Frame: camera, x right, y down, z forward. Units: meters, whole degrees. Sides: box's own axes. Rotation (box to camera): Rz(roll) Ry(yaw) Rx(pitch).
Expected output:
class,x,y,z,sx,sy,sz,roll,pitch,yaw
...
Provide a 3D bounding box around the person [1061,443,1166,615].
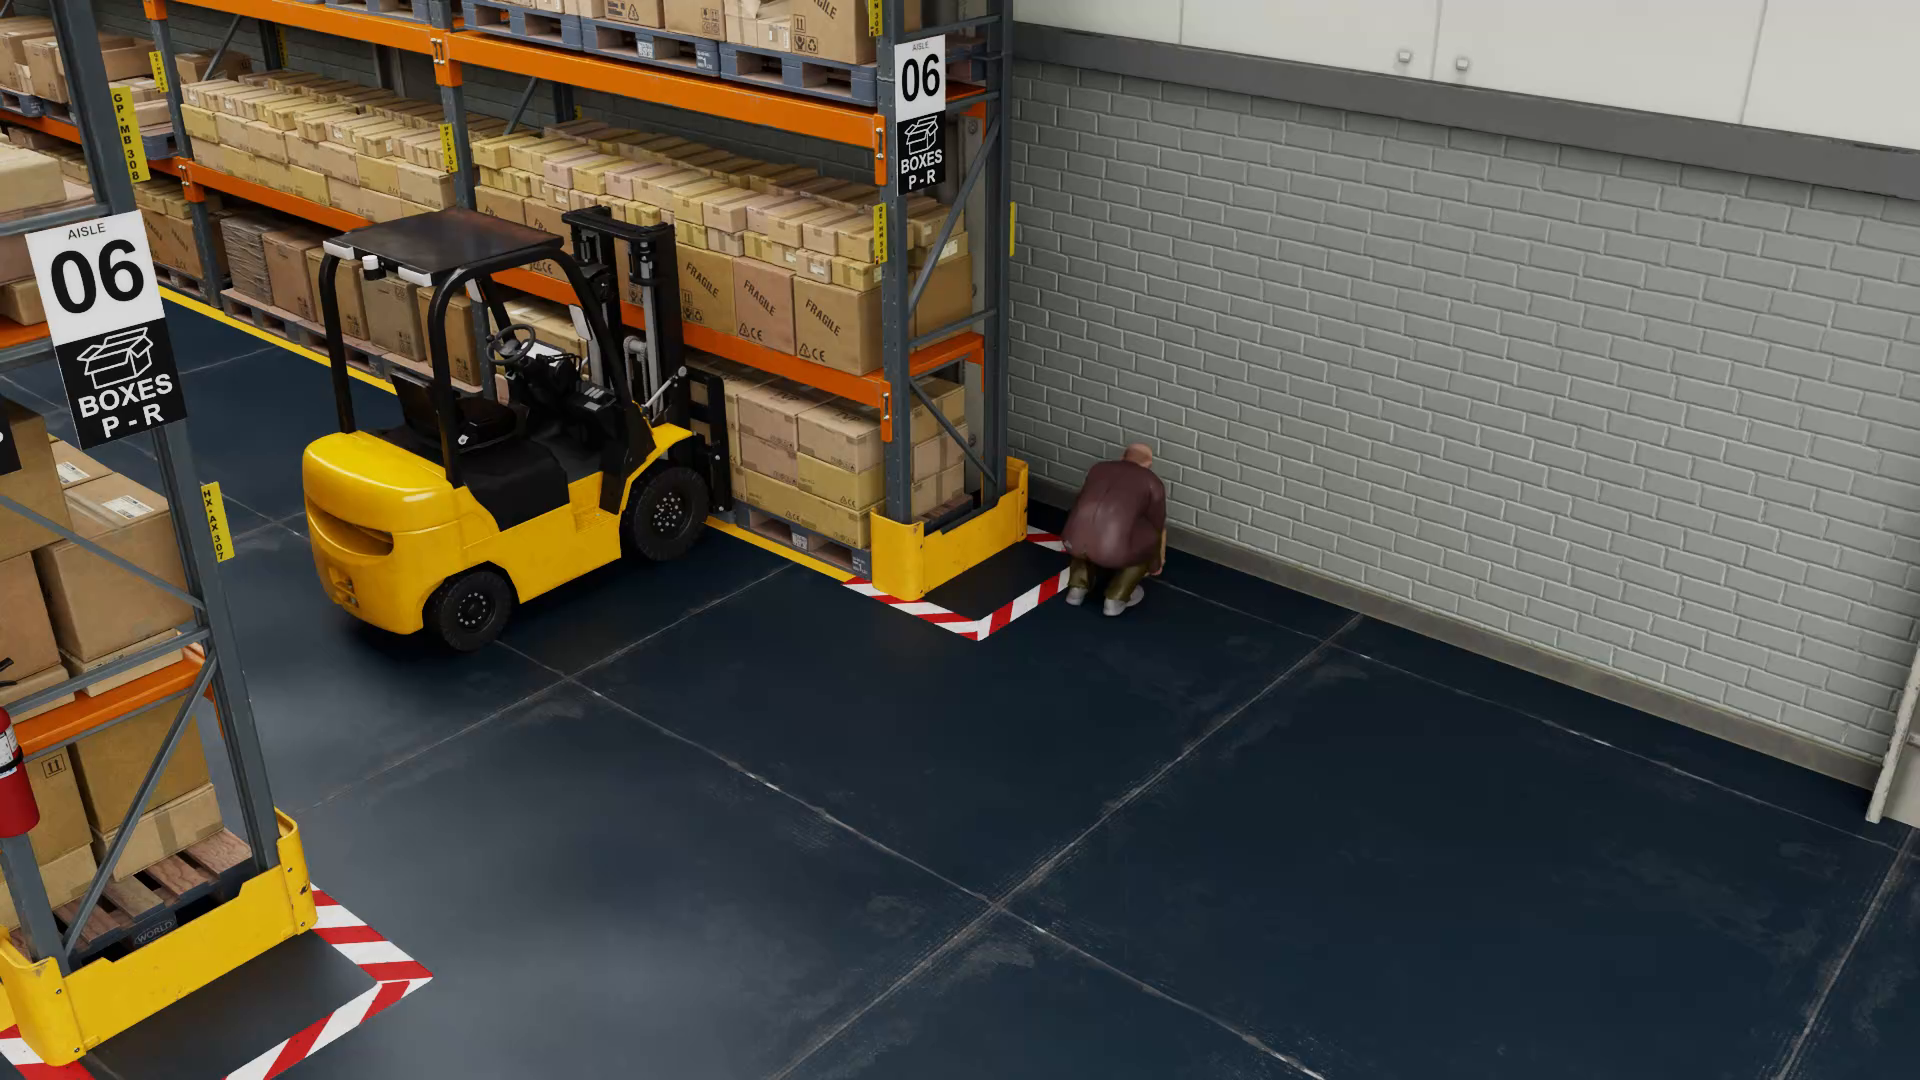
class,x,y,z,sx,sy,sz,roll,pitch,yaw
person,0.932,-0.039,9.846,0.578,0.850,0.918,15,31,27
